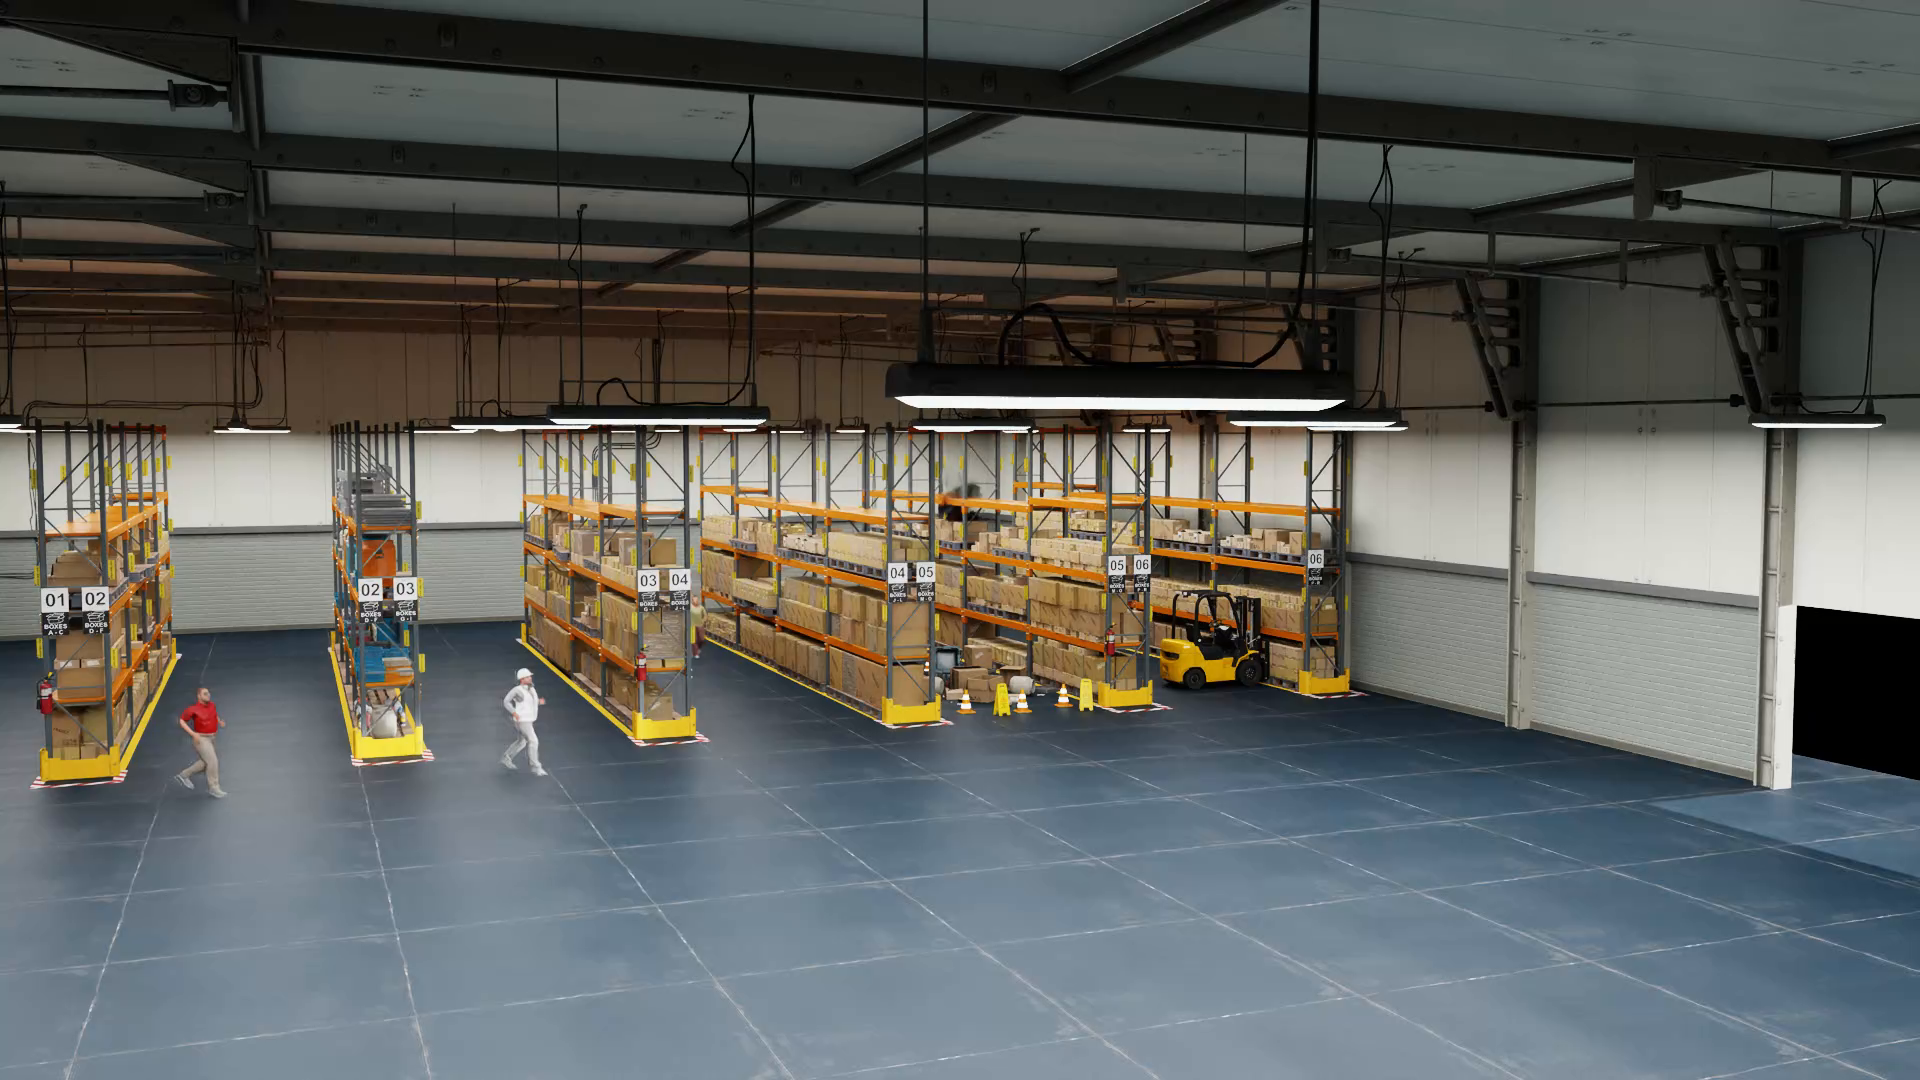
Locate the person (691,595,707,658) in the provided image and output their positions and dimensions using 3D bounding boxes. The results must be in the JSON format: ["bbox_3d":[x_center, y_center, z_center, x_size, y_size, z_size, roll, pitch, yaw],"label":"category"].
[{"bbox_3d":[-6.802,2.237,42.858,0.578,1.610,0.567,-1,4,-18],"label":"person"}]

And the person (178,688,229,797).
[{"bbox_3d":[-12.073,3.212,26.514,0.888,1.741,0.650,1,4,10],"label":"person"}]

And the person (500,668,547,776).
[{"bbox_3d":[-7.388,3.073,28.195,0.871,1.813,0.638,1,4,10],"label":"person"}]
